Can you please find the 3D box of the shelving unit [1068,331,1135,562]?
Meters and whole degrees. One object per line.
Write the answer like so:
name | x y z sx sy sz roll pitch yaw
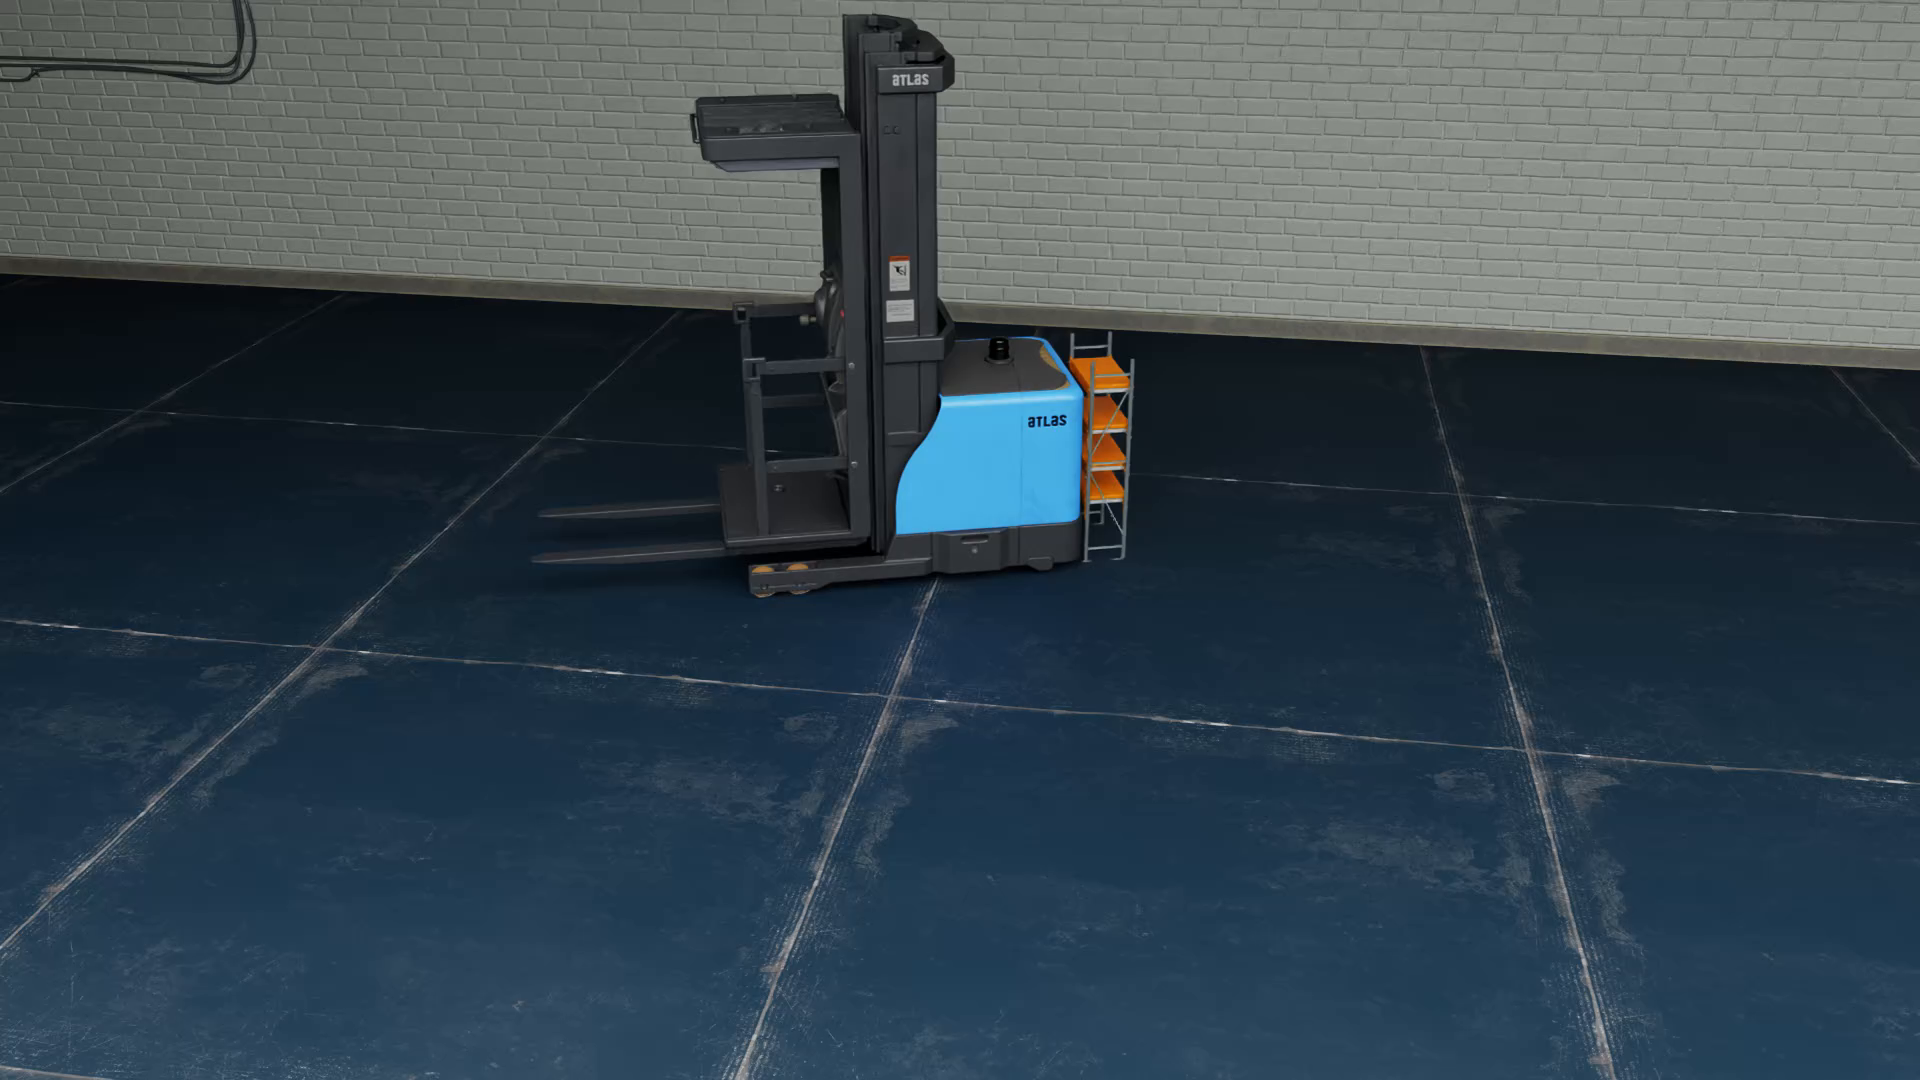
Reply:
shelving unit | 0.784 -0.529 9.464 0.258 1.200 0.503 -4 25 -9

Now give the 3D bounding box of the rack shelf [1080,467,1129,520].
rack shelf | 0.783 -0.288 9.576 0.258 0.148 0.480 -4 25 -9

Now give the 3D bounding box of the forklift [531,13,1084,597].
forklift | -0.882 -1.257 8.977 3.031 2.935 1.130 -4 25 -9

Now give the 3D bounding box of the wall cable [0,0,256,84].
wall cable | -7.254 -4.945 13.362 3.097 2.526 0.112 4 25 9

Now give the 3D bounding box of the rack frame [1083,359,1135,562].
rack frame | 0.825 -0.427 9.246 0.240 1.200 0.015 -4 25 -9

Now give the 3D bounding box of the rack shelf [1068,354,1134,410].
rack shelf | 0.785 -0.885 9.297 0.258 0.148 0.480 -4 25 -9

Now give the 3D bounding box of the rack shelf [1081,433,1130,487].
rack shelf | 0.784 -0.468 9.492 0.258 0.148 0.480 -4 25 -9

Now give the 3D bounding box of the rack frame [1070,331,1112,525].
rack frame | 0.742 -0.631 9.681 0.240 1.200 0.015 -4 25 -9

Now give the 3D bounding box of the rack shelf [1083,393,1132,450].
rack shelf | 0.784 -0.671 9.397 0.258 0.148 0.480 -4 25 -9
